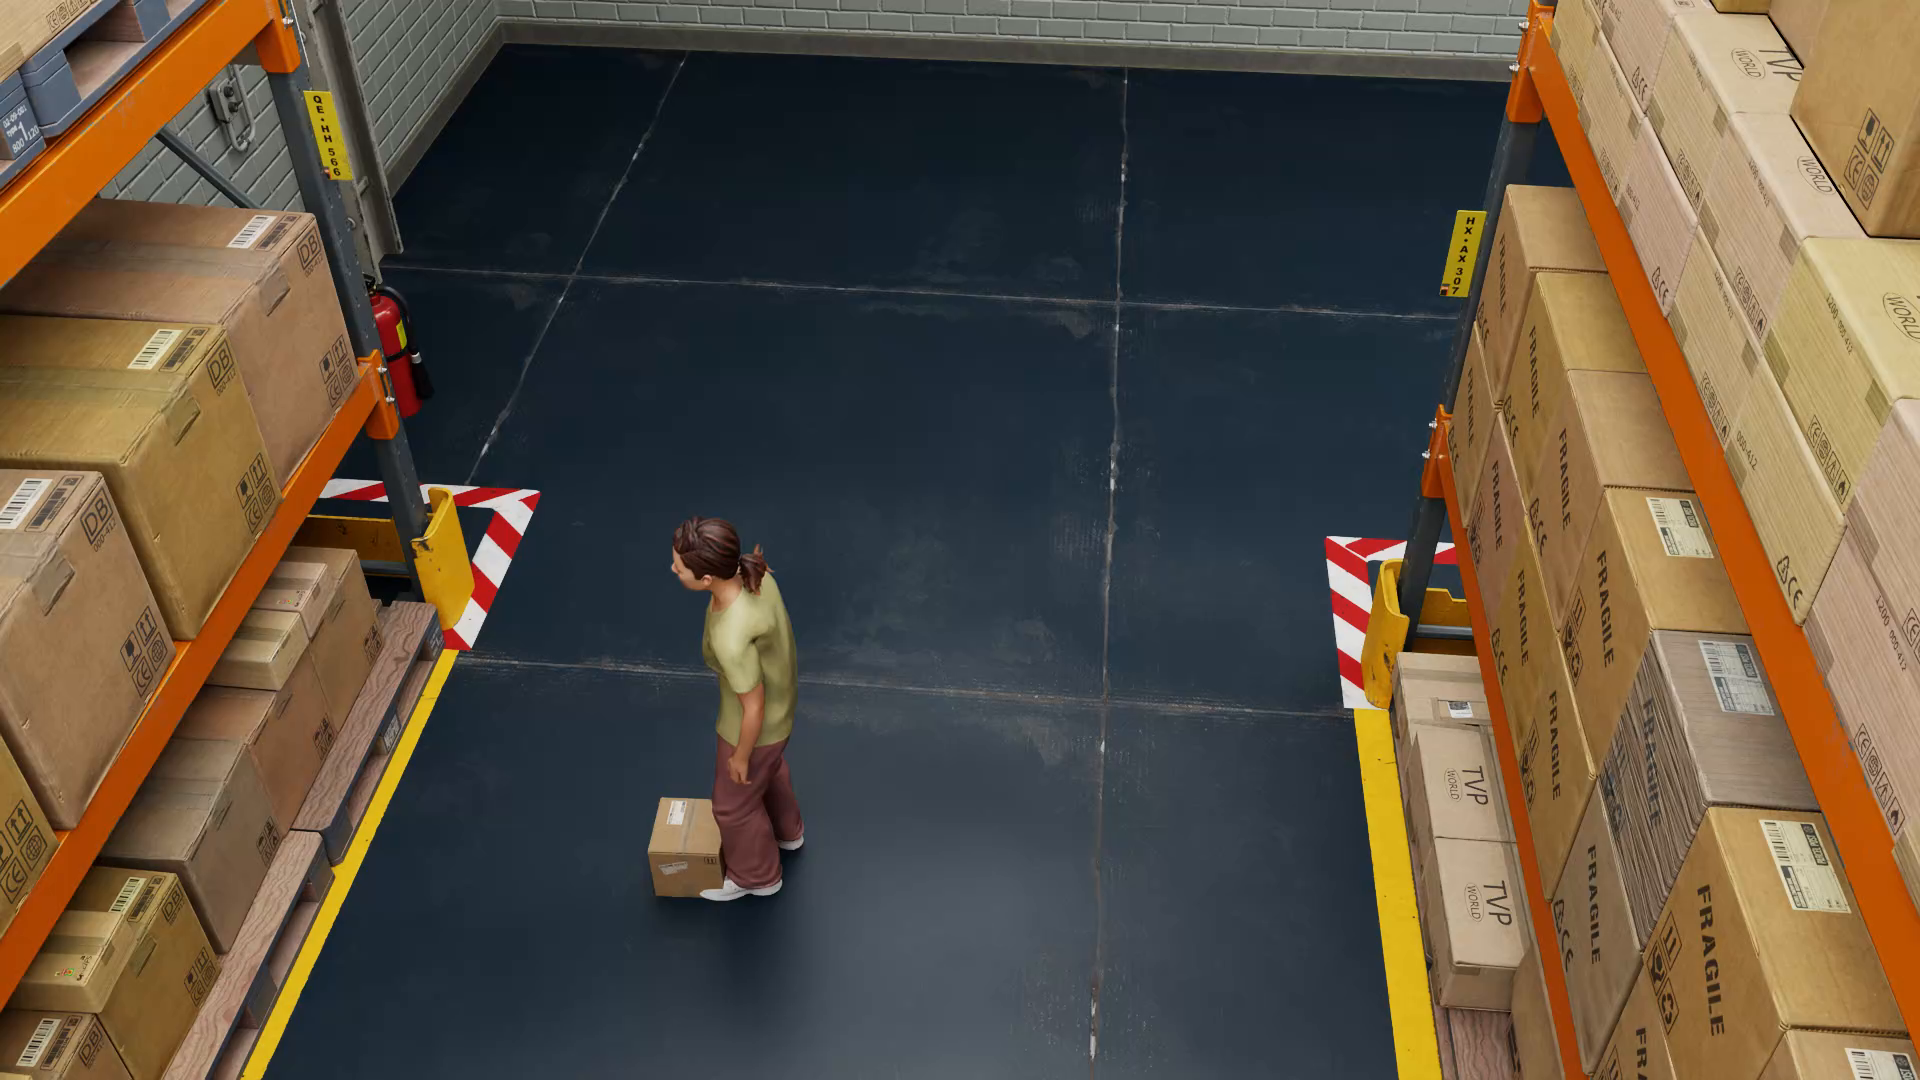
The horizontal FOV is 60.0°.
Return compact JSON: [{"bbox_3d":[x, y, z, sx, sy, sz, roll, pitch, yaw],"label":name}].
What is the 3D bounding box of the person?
[{"bbox_3d":[-0.735,0.570,5.485,0.417,1.671,0.519,1,40,1],"label":"person"}]
